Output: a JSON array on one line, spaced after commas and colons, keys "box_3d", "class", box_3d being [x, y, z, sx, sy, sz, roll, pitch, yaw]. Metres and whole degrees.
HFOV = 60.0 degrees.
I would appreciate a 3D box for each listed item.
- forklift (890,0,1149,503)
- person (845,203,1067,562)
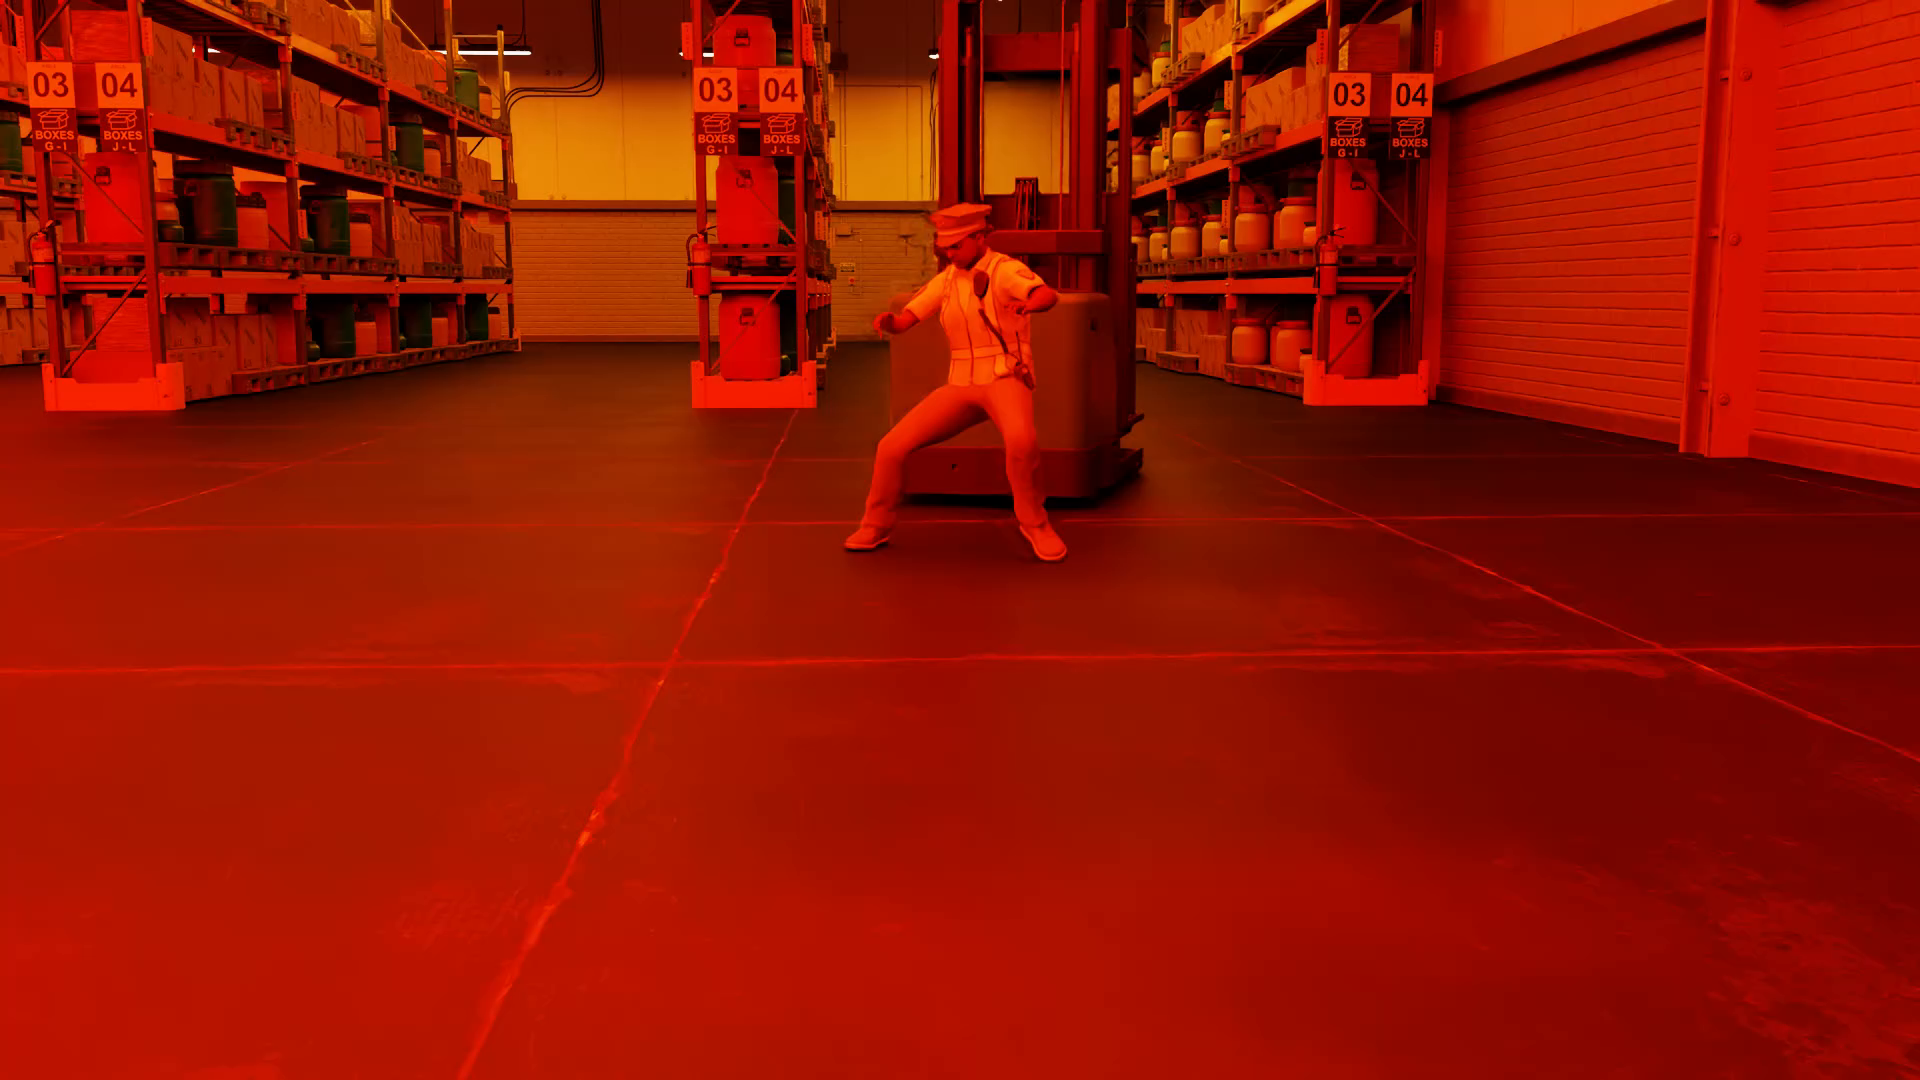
[{"box_3d": [0.477, -1.819, 9.580, 1.130, 2.935, 3.031, 2, 9, 13], "class": "forklift"}, {"box_3d": [-0.003, -0.651, 6.807, 0.995, 1.436, 0.712, 7, 11, 39], "class": "person"}]
